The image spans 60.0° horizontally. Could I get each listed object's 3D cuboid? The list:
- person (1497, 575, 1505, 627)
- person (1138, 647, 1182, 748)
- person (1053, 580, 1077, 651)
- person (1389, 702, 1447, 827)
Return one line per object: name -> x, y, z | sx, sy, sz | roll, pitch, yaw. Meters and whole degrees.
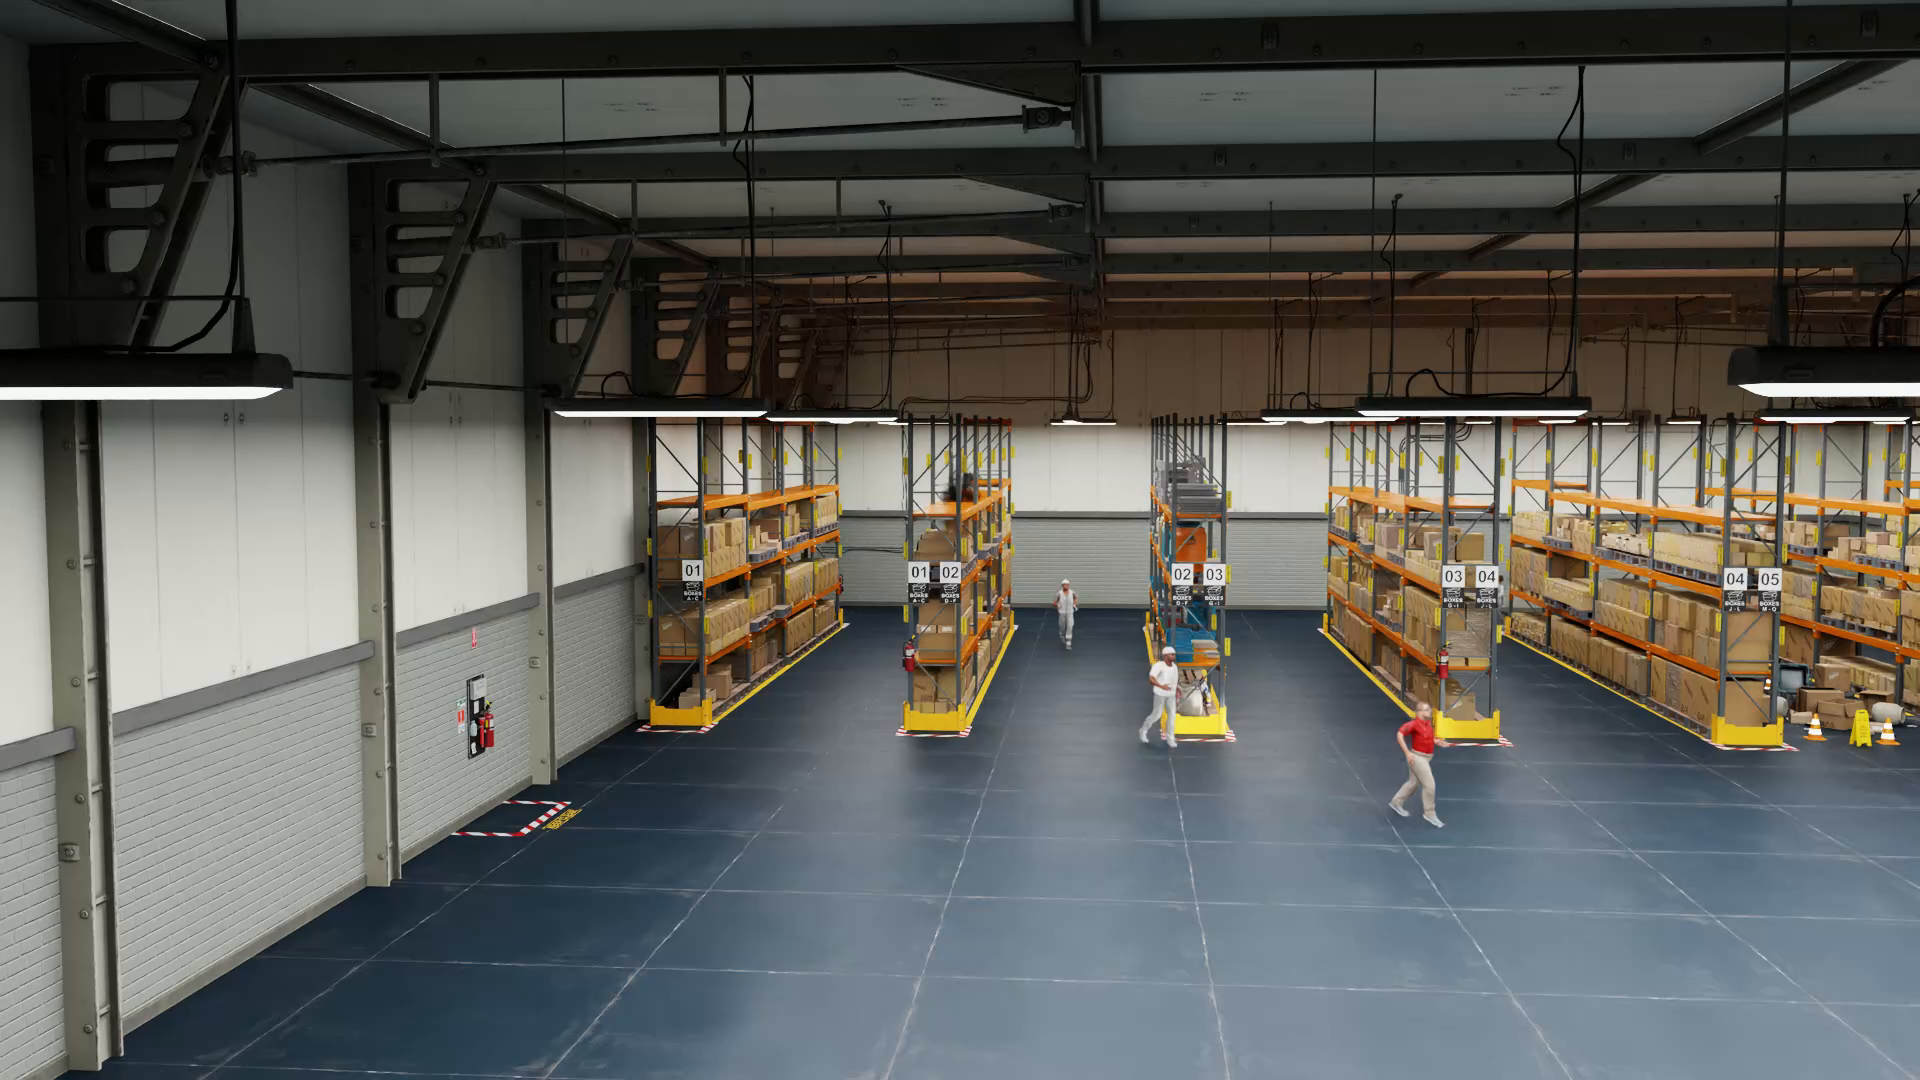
person -> 15.264, 1.780, 47.067 | 0.662, 1.614, 0.529 | -1, 4, -17
person -> 3.732, 2.810, 30.046 | 0.768, 1.761, 0.890 | -3, 5, -36
person -> 2.743, 1.922, 43.127 | 0.655, 1.793, 0.984 | 0, 4, -3
person -> 6.672, 3.237, 24.189 | 0.832, 1.773, 0.650 | 2, 4, 29
